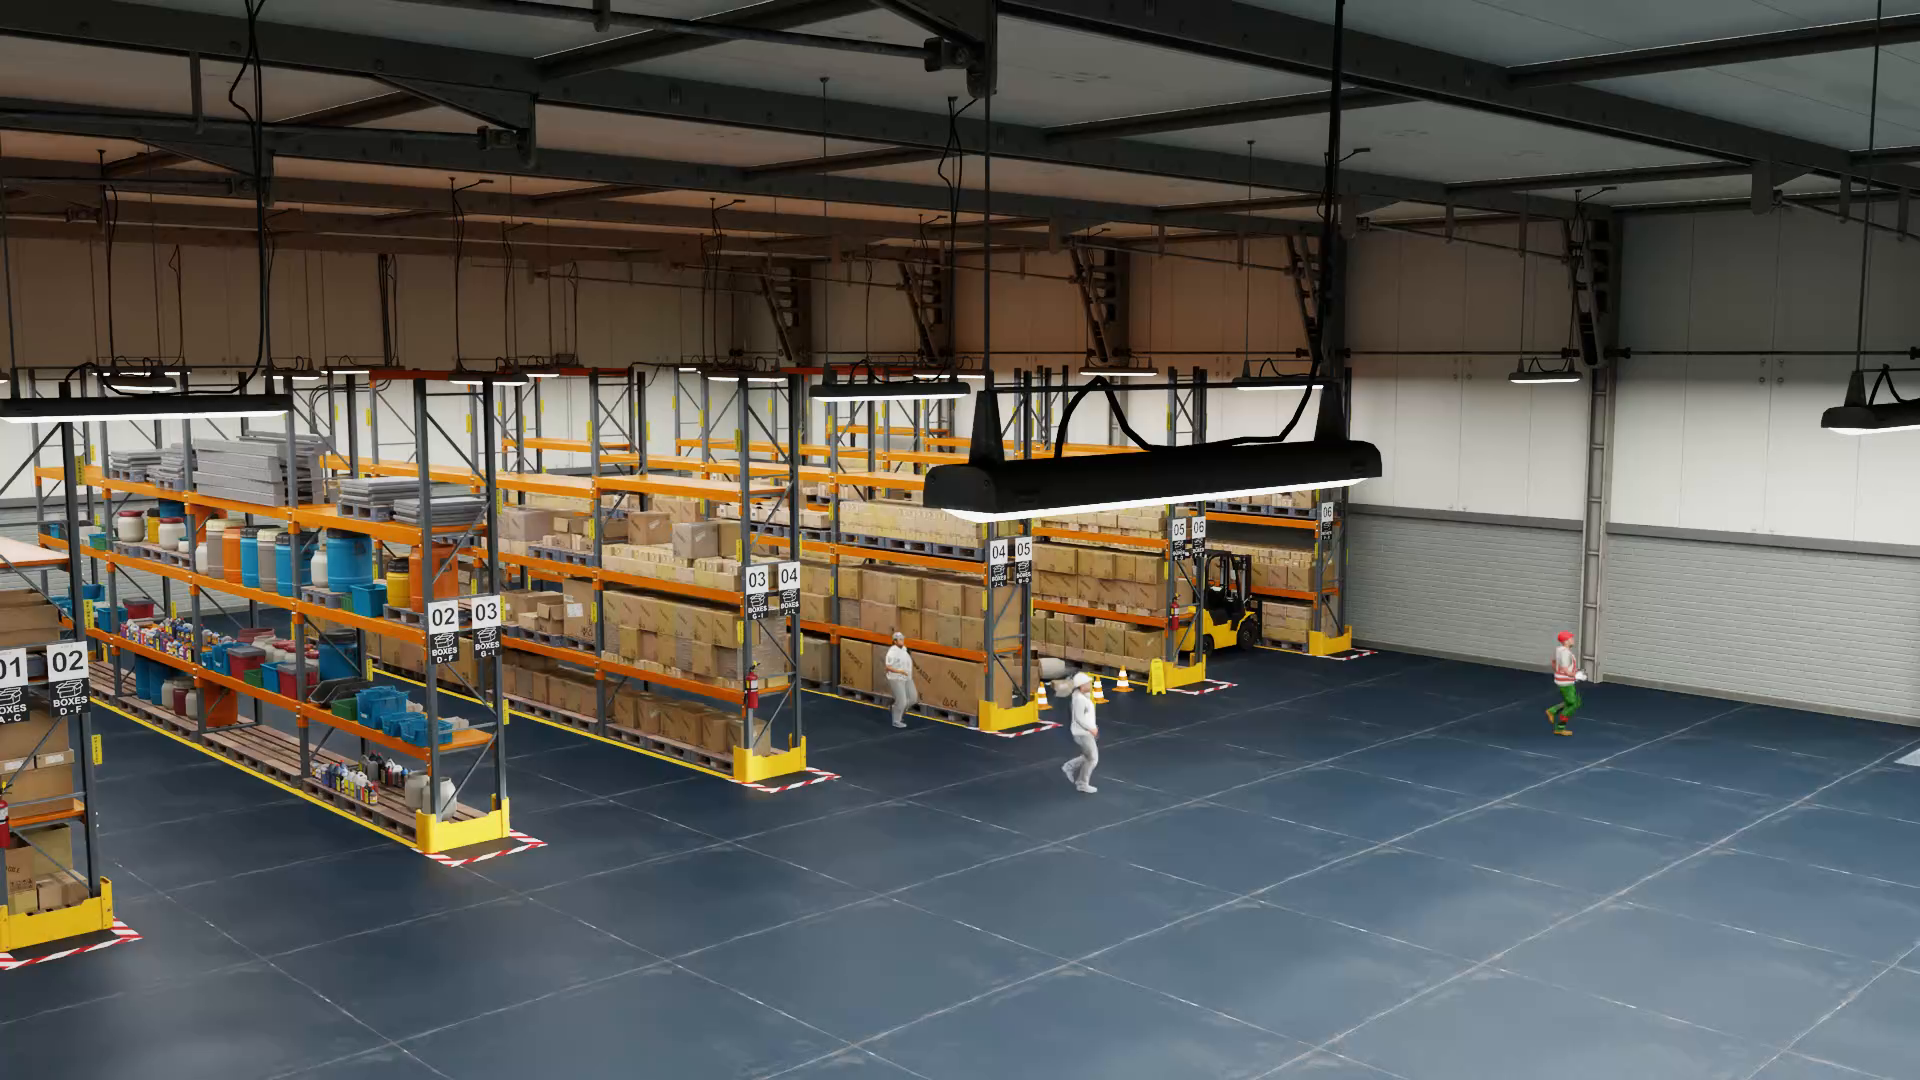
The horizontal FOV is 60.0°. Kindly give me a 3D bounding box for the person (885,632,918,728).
[{"bbox_3d":[-0.986,2.358,28.091,0.561,1.620,0.600,5,8,37],"label":"person"}]

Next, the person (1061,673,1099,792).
[{"bbox_3d":[1.741,2.773,24.007,0.544,1.740,0.661,0,6,0],"label":"person"}]

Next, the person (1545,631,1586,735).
[{"bbox_3d":[10.036,2.366,27.526,0.594,1.742,0.655,1,7,10],"label":"person"}]
